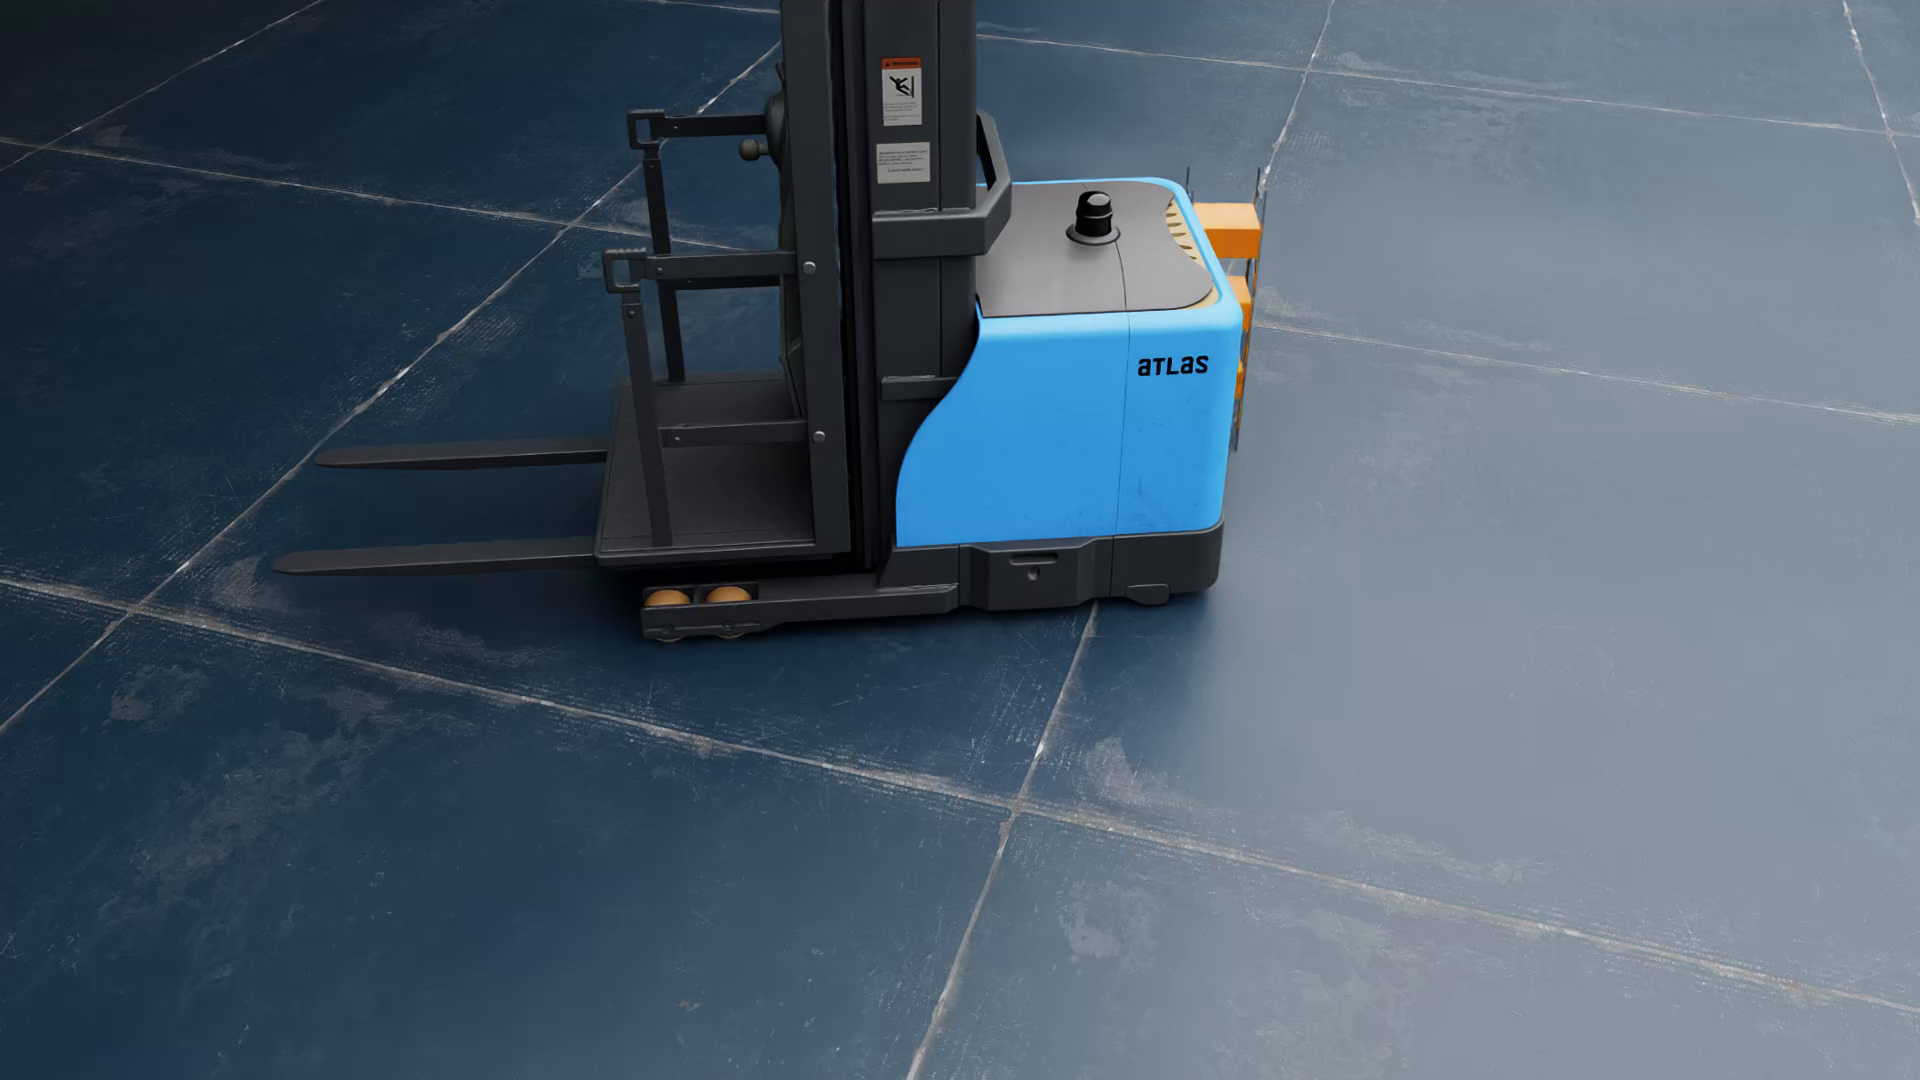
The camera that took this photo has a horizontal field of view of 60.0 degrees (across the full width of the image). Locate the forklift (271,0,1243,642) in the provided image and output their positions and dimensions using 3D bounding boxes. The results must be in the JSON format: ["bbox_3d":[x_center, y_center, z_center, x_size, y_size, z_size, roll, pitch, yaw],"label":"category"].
[{"bbox_3d":[-0.696,-1.185,4.887,3.031,2.935,1.130,-3,36,-4],"label":"forklift"}]

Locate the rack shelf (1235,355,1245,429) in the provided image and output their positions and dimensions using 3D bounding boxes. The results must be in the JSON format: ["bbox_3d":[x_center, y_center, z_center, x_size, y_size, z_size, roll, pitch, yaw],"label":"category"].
[{"bbox_3d":[0.908,-0.577,6.135,0.240,0.259,0.215,1,36,1],"label":"rack shelf"}]

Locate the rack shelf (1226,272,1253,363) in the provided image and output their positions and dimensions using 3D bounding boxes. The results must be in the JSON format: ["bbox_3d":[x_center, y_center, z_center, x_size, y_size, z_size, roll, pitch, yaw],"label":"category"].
[{"bbox_3d":[0.908,-0.801,5.970,0.240,0.259,0.215,1,36,1],"label":"rack shelf"}]

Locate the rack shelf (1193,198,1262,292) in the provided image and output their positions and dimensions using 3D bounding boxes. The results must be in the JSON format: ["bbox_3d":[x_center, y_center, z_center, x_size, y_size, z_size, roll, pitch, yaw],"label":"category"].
[{"bbox_3d":[0.908,-1.029,5.802,0.240,0.259,0.215,1,36,1],"label":"rack shelf"}]

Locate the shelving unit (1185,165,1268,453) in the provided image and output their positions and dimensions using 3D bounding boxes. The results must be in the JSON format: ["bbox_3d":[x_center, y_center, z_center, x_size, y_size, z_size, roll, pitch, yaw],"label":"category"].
[{"bbox_3d":[0.908,-0.809,5.964,0.252,1.050,0.215,1,36,1],"label":"shelving unit"}]

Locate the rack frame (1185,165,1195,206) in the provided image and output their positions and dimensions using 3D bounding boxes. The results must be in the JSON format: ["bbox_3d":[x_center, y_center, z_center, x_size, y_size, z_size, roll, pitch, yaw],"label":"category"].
[{"bbox_3d":[0.786,-0.810,5.965,0.008,1.050,0.200,1,36,1],"label":"rack frame"}]

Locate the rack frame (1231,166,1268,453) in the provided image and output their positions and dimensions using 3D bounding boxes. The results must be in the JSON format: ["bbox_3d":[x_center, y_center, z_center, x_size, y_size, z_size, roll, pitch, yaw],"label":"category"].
[{"bbox_3d":[1.030,-0.808,5.962,0.008,1.050,0.200,1,36,1],"label":"rack frame"}]
